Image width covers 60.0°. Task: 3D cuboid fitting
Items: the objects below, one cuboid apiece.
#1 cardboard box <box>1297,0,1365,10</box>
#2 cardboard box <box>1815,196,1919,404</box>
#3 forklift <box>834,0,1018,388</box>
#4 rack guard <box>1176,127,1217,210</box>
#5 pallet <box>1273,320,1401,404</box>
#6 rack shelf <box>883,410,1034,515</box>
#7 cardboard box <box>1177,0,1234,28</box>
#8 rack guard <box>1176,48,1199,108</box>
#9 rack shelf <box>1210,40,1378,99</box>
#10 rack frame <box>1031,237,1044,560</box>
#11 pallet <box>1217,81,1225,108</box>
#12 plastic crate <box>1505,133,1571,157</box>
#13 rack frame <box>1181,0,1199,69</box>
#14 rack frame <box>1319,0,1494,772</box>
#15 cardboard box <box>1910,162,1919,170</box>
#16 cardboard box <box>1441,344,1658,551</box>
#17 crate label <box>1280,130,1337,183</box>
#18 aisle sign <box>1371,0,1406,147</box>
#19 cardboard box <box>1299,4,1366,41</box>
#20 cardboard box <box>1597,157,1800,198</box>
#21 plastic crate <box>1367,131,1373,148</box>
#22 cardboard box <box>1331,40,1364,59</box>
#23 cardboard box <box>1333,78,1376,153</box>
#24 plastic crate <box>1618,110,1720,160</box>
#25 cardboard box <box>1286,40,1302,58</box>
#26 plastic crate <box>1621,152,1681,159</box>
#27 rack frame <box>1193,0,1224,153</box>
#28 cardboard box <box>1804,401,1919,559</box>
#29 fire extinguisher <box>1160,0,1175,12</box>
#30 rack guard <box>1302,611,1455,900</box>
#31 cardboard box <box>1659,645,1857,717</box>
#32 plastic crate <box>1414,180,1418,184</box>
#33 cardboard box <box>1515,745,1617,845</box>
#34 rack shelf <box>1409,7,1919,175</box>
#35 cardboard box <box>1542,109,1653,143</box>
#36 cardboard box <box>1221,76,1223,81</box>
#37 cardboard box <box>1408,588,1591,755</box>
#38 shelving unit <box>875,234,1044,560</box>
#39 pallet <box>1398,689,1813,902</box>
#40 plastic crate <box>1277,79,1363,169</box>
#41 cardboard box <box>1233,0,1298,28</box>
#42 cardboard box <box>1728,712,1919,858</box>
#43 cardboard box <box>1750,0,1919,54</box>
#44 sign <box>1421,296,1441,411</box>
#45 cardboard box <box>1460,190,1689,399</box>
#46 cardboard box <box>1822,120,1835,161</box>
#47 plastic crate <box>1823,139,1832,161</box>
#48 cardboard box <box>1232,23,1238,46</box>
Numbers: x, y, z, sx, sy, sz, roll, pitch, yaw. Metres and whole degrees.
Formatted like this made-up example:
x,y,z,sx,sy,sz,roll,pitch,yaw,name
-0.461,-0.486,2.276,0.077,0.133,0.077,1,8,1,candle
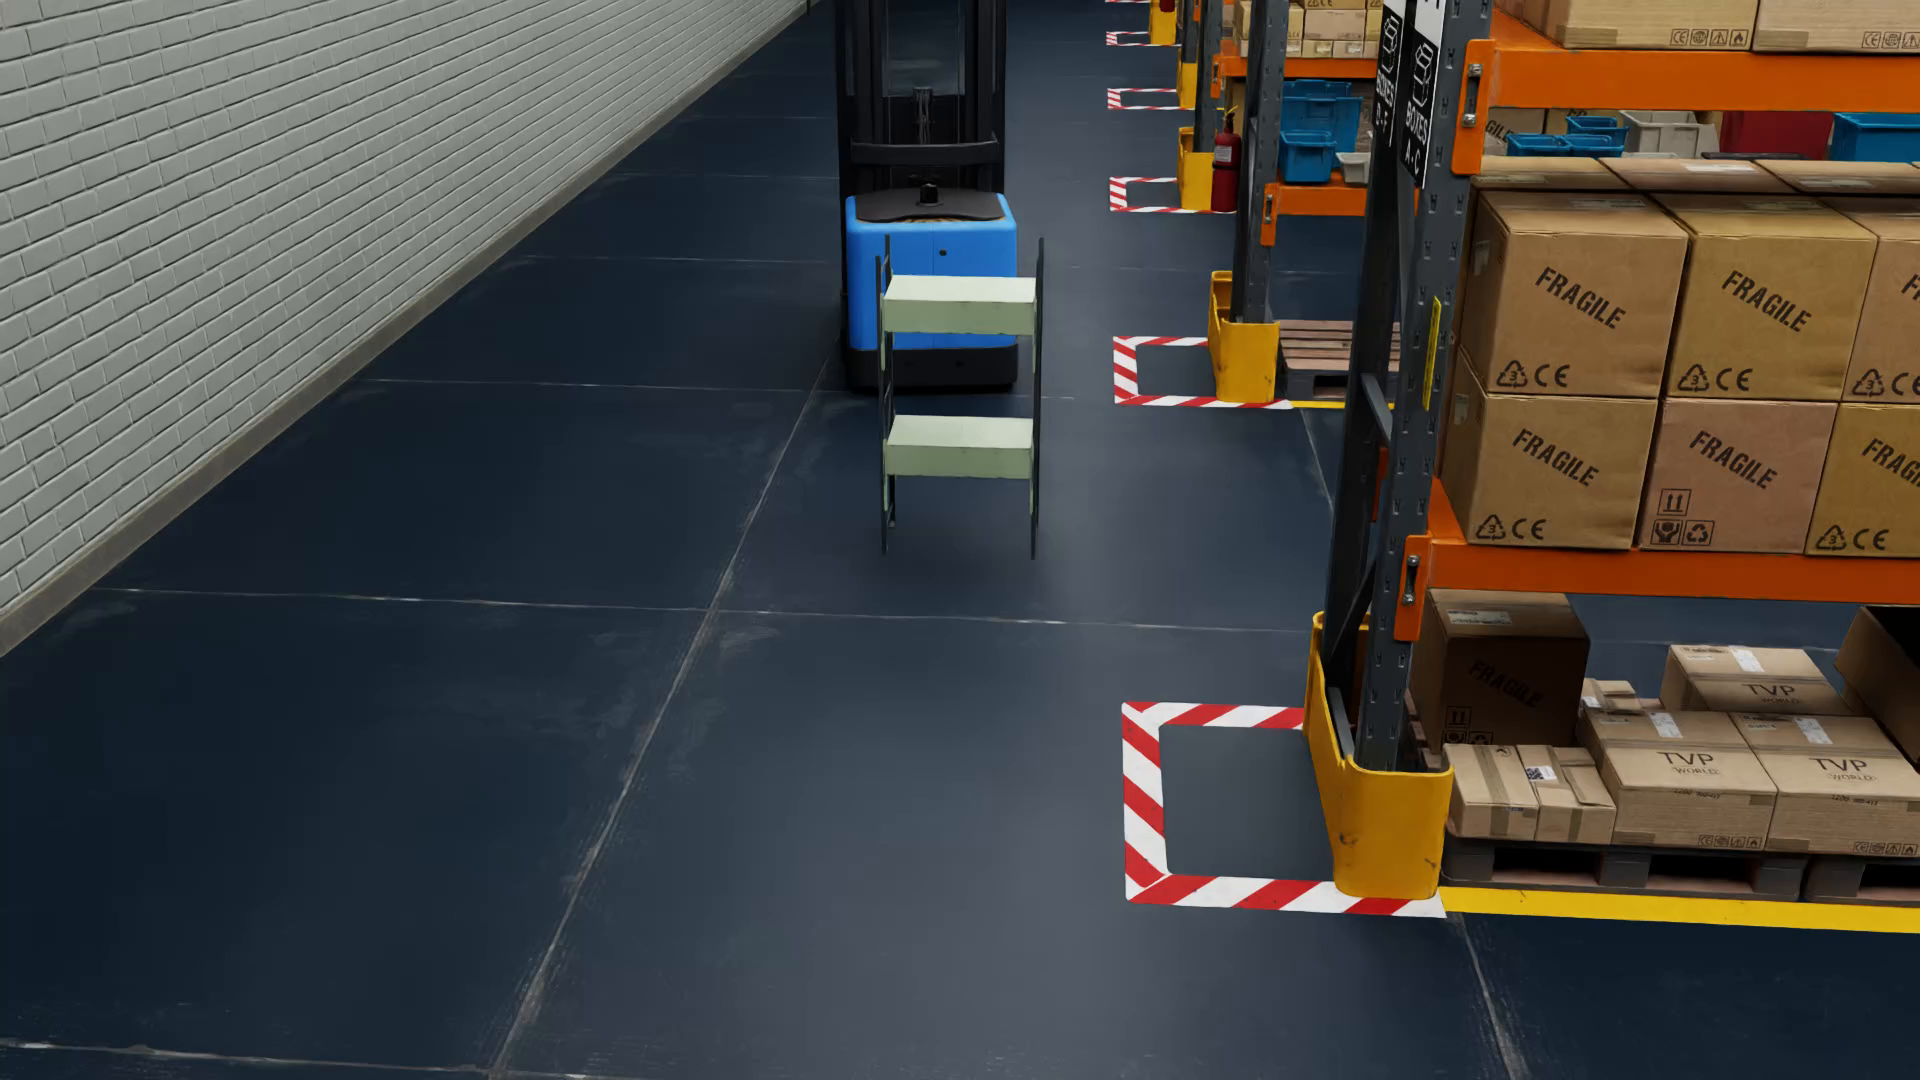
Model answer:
x,y,z,sx,sy,sz,roll,pitch,yaw,name
3.152,-4.776,14.059,0.500,0.500,0.500,1,25,3,cardboard box
2.876,-0.728,5.018,0.500,0.500,0.500,2,25,5,cardboard box
-0.272,-2.845,11.017,1.130,2.935,3.031,-2,25,-4,forklift
2.171,-3.378,15.083,0.348,0.500,1.175,2,25,4,rack guard
2.635,-1.139,10.563,1.213,0.211,1.003,2,25,4,pallet
0.007,-0.385,8.163,0.720,0.370,0.431,2,25,4,rack shelf
3.620,-7.690,24.028,0.875,0.438,0.875,1,25,2,cardboard box
2.751,-5.439,19.562,0.348,0.500,1.175,2,25,4,rack guard
4.189,-4.122,14.570,4.000,0.370,1.077,2,25,4,rack shelf
0.372,-0.669,8.001,0.023,1.500,0.400,2,25,4,rack frame
3.559,-5.267,19.534,1.213,0.211,1.003,2,25,4,pallet
3.350,-2.212,9.688,0.300,0.233,0.416,2,25,4,plastic crate
2.676,-6.577,19.045,0.127,3.000,1.000,2,25,4,rack frame
1.433,-0.384,5.586,0.127,3.000,1.000,2,25,4,rack frame
3.431,-0.937,5.473,0.500,0.500,0.500,3,25,6,cardboard box
1.855,-0.305,5.296,0.500,0.500,0.500,2,25,5,cardboard box
2.037,-2.254,9.780,0.303,0.233,0.416,2,25,4,crate label
1.388,-1.695,5.325,0.004,0.787,0.394,2,25,4,aisle sign
3.172,-4.438,14.220,0.500,0.250,0.500,2,25,3,cardboard box
2.402,-0.968,5.540,0.500,0.500,0.500,3,25,5,cardboard box
2.643,-2.405,10.223,0.243,0.136,0.396,2,25,4,plastic crate
3.295,-4.226,14.237,0.250,0.149,0.380,1,25,3,cardboard box
3.747,-3.722,14.880,0.875,0.875,0.875,2,25,4,cardboard box
4.296,-2.419,10.080,0.530,0.282,0.437,2,25,4,plastic crate
2.780,-4.242,14.271,0.250,0.149,0.380,1,25,3,cardboard box
4.045,-2.158,9.686,0.466,0.136,0.293,2,25,4,plastic crate
2.195,-4.513,14.559,0.127,3.000,1.000,2,25,4,rack frame
2.870,-0.274,5.227,0.500,0.500,0.500,2,25,4,cardboard box
2.460,-6.572,19.574,0.183,0.674,0.296,2,25,4,fire extinguisher
1.509,0.754,6.104,0.348,0.500,1.175,2,25,4,rack guard
2.939,0.623,6.161,0.500,0.250,0.500,2,25,4,cardboard box
2.693,-2.233,9.734,0.300,0.233,0.416,2,25,4,plastic crate
2.074,0.868,5.729,0.250,0.166,0.380,2,25,4,cardboard box
3.427,-1.356,4.971,4.000,0.370,1.077,2,25,4,rack shelf
5.531,-3.665,14.755,0.875,0.875,0.875,2,25,4,cardboard box
3.216,-5.542,19.705,0.250,0.149,0.380,2,25,5,cardboard box
1.994,0.467,6.202,0.500,0.500,0.500,2,25,4,cardboard box
0.007,-0.681,8.027,0.755,1.500,0.431,2,25,4,shelving unit
2.304,0.911,6.109,1.213,0.211,1.003,2,25,4,pallet
2.164,-2.559,10.199,0.499,0.435,0.616,2,25,4,plastic crate
2.699,-4.675,14.735,0.500,0.250,0.500,1,25,3,cardboard box
2.951,0.833,5.705,0.500,0.250,0.500,2,25,4,cardboard box
2.423,-1.535,4.678,0.500,0.250,0.500,2,25,4,cardboard box
1.392,-0.551,4.914,0.005,0.325,0.100,2,25,4,sign
1.855,-0.759,5.087,0.500,0.500,0.500,3,25,6,cardboard box
7.714,-3.570,14.549,0.875,0.875,1.225,1,25,2,cardboard box
5.351,-2.302,9.999,0.243,0.136,0.396,2,25,4,plastic crate
2.575,-4.524,14.885,0.250,0.149,0.380,2,25,5,cardboard box
